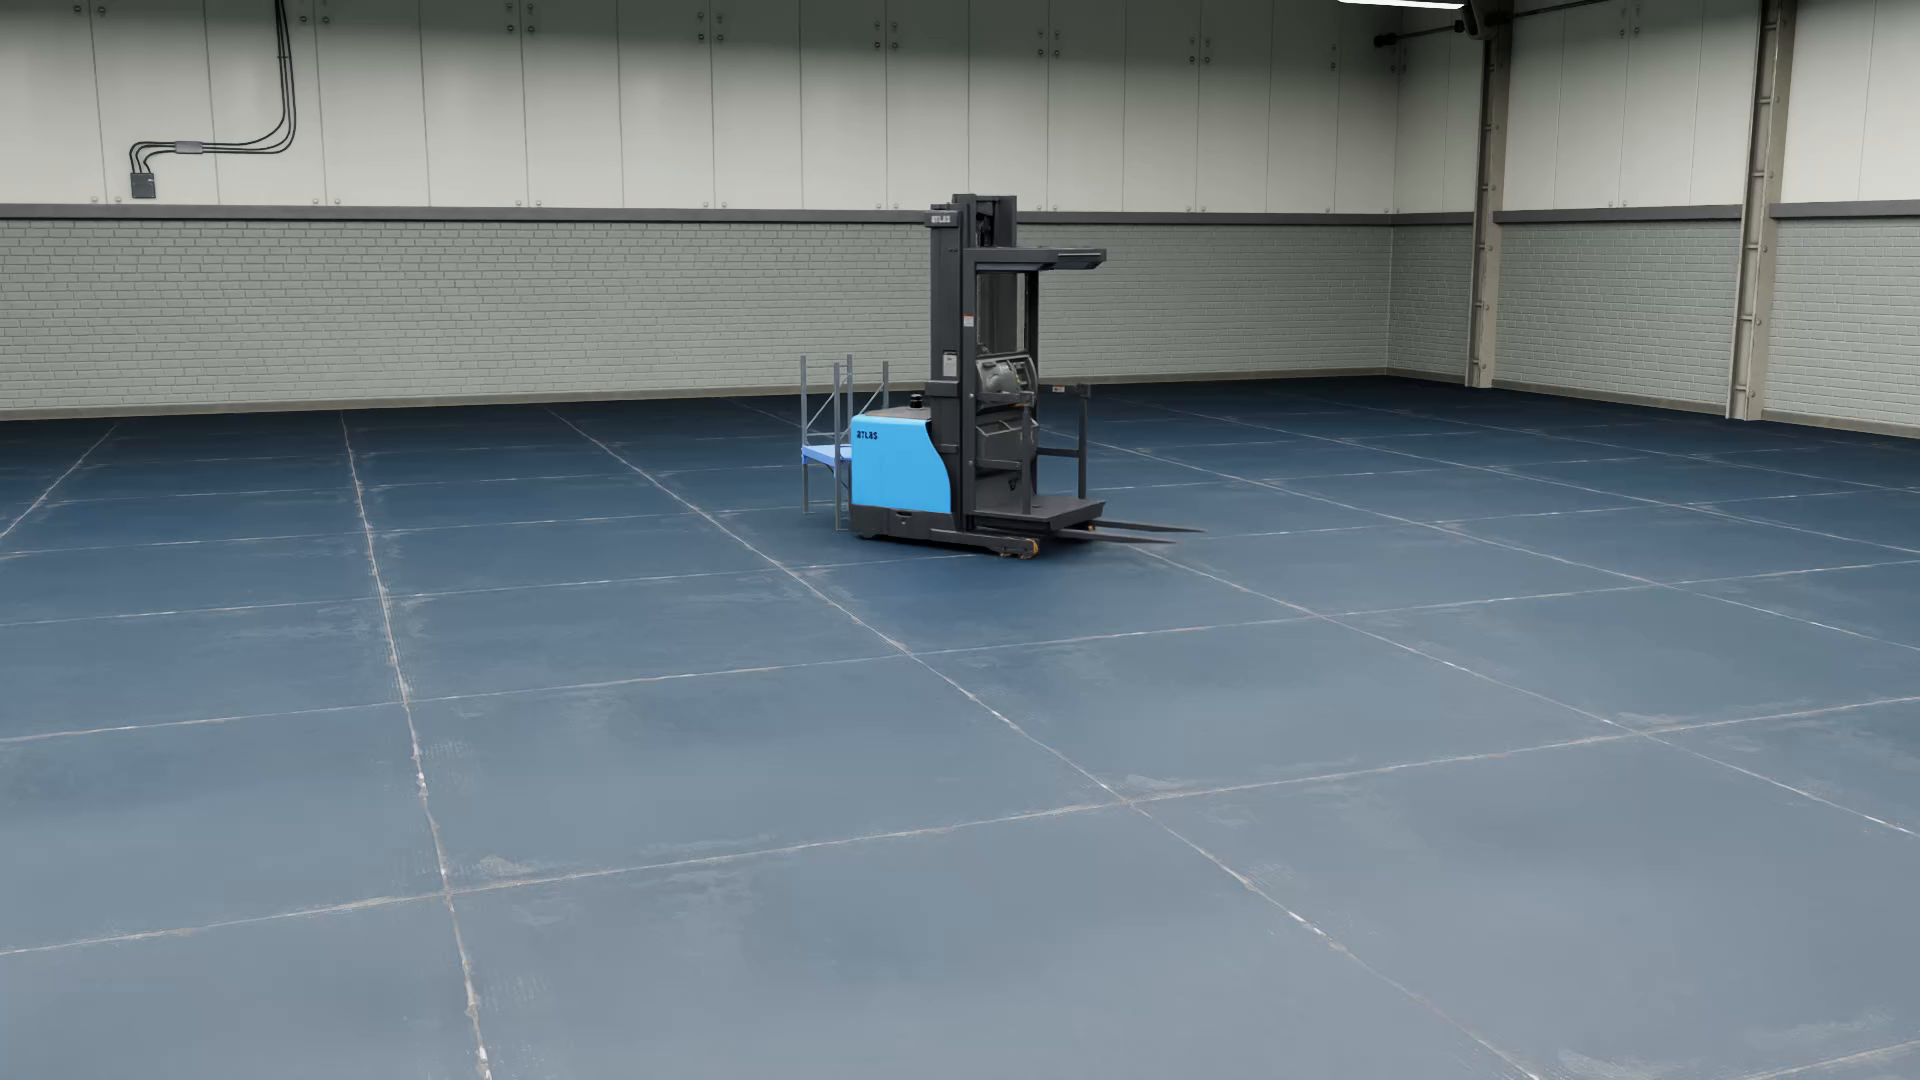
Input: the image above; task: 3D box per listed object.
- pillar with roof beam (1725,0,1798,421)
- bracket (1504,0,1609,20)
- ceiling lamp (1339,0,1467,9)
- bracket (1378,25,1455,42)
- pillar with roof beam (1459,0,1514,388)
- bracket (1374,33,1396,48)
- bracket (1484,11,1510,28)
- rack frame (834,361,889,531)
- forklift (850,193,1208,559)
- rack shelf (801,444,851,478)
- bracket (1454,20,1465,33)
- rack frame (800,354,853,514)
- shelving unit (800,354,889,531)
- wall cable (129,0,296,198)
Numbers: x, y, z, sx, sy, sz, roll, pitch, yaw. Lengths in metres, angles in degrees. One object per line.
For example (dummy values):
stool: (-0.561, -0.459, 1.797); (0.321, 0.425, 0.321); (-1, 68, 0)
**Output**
pillar with roof beam: (7.498, -5.936, 22.099); (9.100, 9.000, 0.400); (-4, 11, -21)
bracket: (10.089, -8.450, 25.953); (0.076, 0.066, 4.783); (-4, 11, -21)
ceiling lamp: (6.113, -9.117, 23.314); (2.000, 3.185, 0.800); (-4, 11, -21)
bracket: (8.210, -9.297, 30.712); (0.076, 0.066, 3.189); (-4, 11, -21)
pillar with roof beam: (5.324, -6.916, 27.604); (9.100, 9.000, 0.548); (-4, 11, -21)
bracket: (7.996, -9.393, 31.254); (0.235, 0.232, 0.430); (-4, 11, -21)
bracket: (9.156, -8.871, 28.318); (0.235, 0.232, 0.430); (-4, 11, -21)
rack frame: (-0.876, -0.839, 14.852); (0.500, 1.500, 0.032); (-4, 11, -22)
forklift: (0.569, -1.393, 13.884); (3.031, 2.935, 1.130); (6, 12, 31)
rack shelf: (-1.066, -0.744, 15.348); (0.538, 0.185, 1.000); (-4, 11, -22)
bracket: (8.855, -9.006, 29.079); (0.235, 0.232, 0.430); (-4, 11, -21)
rack frame: (-1.257, -1.004, 15.780); (0.500, 1.500, 0.032); (-4, 11, -22)
shelving unit: (-1.066, -0.921, 15.316); (0.538, 1.500, 1.048); (-4, 11, -22)
wall cable: (-11.004, -8.029, 24.152); (2.305, 6.003, 0.169); (-4, 11, -21)
